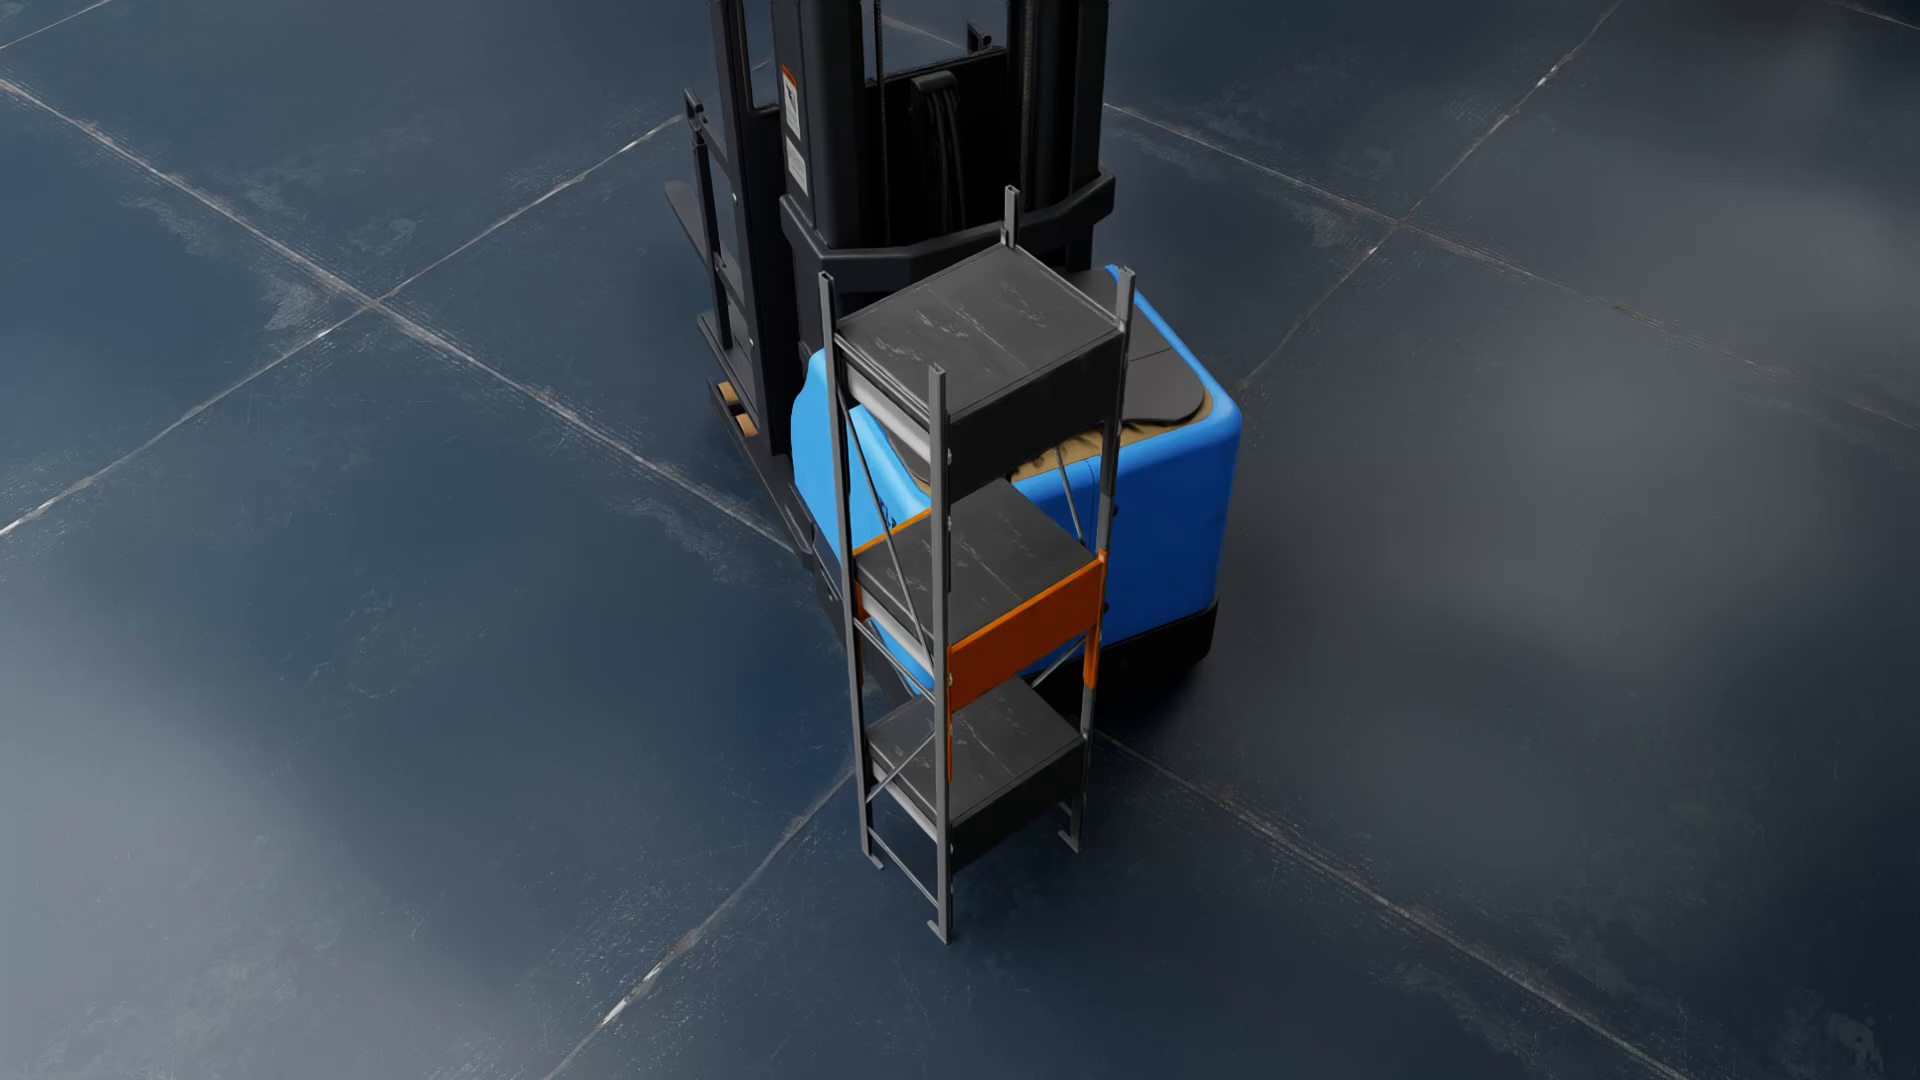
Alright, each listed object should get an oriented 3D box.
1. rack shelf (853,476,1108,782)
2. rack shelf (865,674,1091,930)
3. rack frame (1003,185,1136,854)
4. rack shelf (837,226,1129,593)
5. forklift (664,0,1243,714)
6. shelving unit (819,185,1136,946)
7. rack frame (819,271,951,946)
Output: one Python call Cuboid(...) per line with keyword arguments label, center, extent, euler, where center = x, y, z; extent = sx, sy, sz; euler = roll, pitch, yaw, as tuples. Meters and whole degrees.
Cuboid(label="rack shelf", center=(0.035, 0.196, 4.129), extent=(0.480, 0.518, 0.431), euler=(-30, 53, -25))
Cuboid(label="rack shelf", center=(0.035, 0.680, 4.635), extent=(0.480, 0.518, 0.431), euler=(-30, 53, -25))
Cuboid(label="rack frame", center=(0.226, 0.077, 4.224), extent=(0.015, 2.100, 0.400), euler=(-30, 53, -25))
Cuboid(label="rack shelf", center=(0.035, -0.287, 3.623), extent=(0.480, 0.518, 0.431), euler=(-30, 53, -25))
Cuboid(label="forklift", center=(-0.273, -1.436, 5.095), extent=(1.130, 2.935, 3.031), euler=(-19, 49, -17))
Cuboid(label="shelving unit", center=(0.035, 0.187, 4.119), extent=(0.503, 2.100, 0.431), euler=(-30, 53, -25))
Cuboid(label="rack frame", center=(-0.157, 0.296, 4.015), extent=(0.015, 2.100, 0.400), euler=(-30, 53, -25))
